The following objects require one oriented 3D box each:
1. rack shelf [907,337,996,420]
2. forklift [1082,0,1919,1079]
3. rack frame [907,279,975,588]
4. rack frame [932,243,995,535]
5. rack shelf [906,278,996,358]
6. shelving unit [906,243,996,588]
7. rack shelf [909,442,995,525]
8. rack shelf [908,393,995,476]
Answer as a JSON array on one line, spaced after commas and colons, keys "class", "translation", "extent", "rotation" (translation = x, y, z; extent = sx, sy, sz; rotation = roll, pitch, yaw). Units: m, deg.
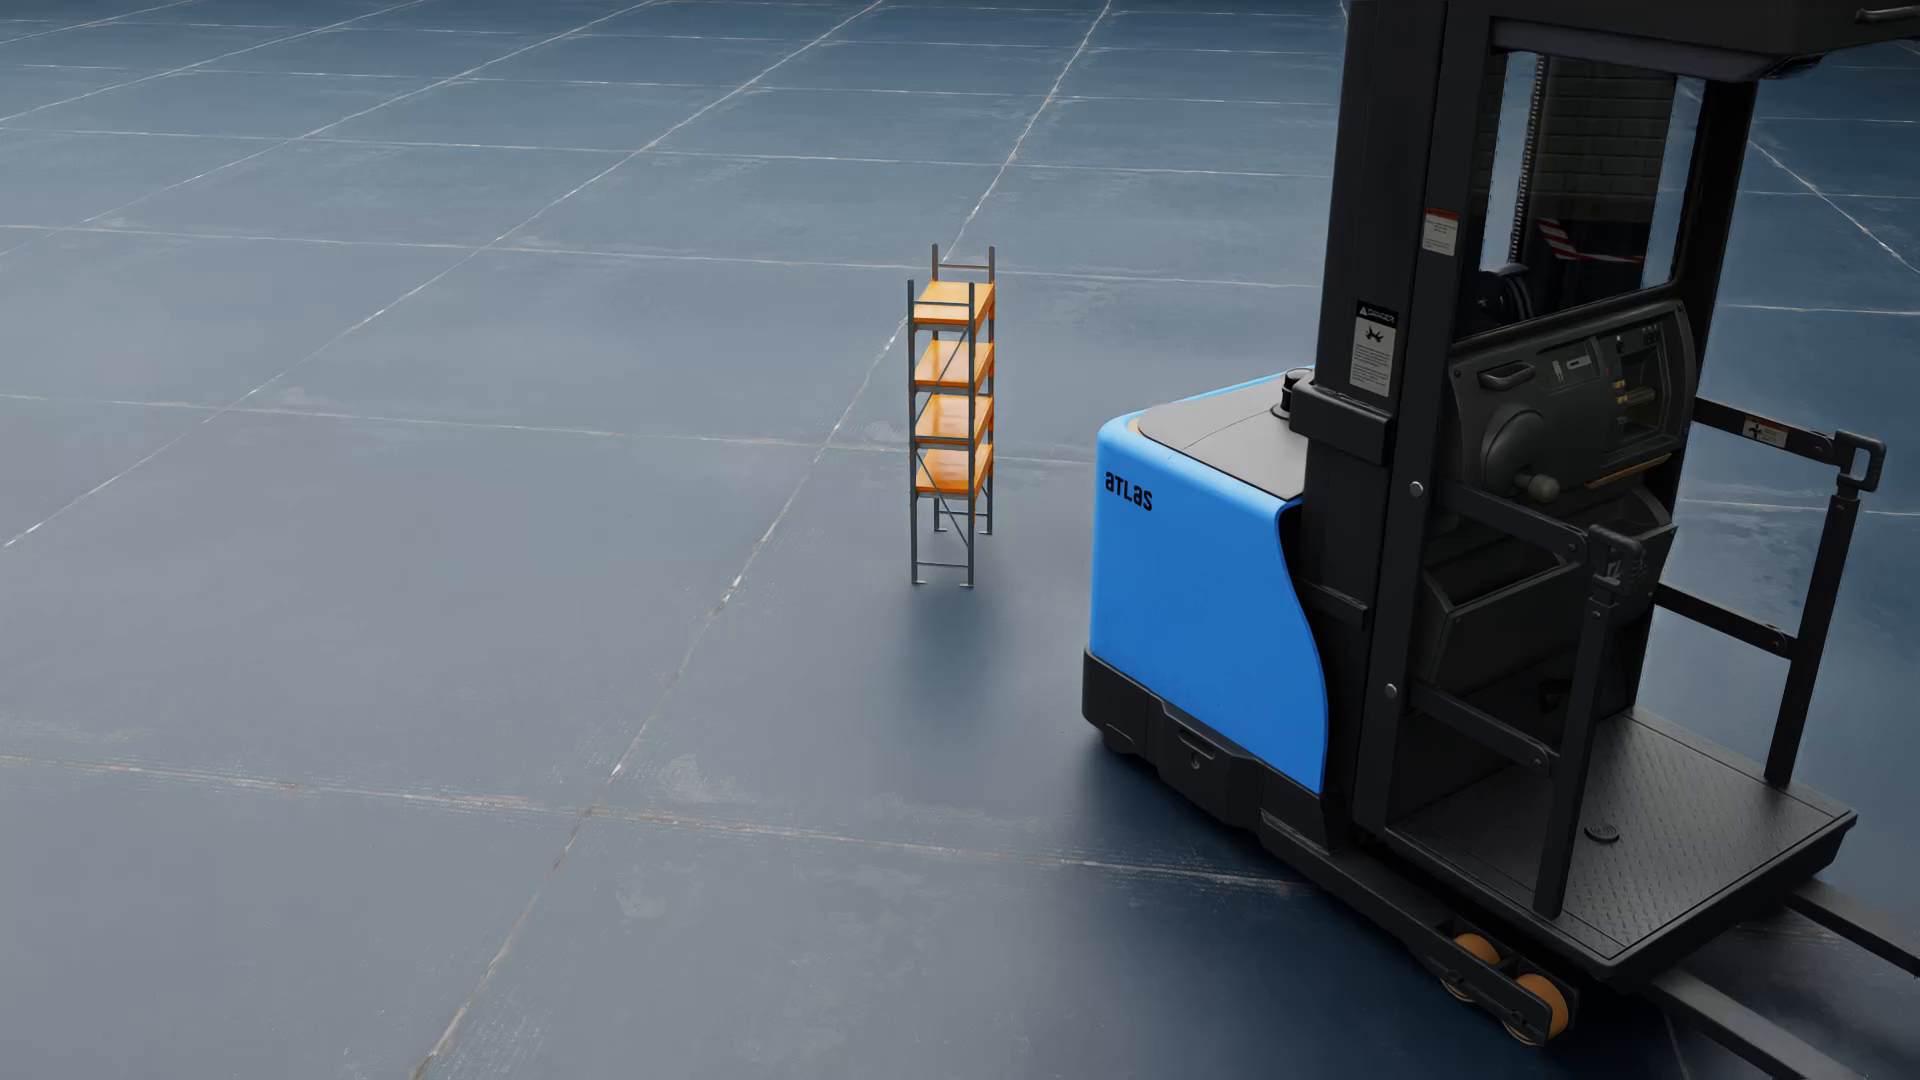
[{"class": "rack shelf", "translation": [-0.027, -0.616, 6.281], "extent": [0.258, 0.148, 0.480], "rotation": [4, 25, 9]}, {"class": "forklift", "translation": [1.656, -0.320, 3.975], "extent": [1.130, 2.935, 3.031], "rotation": [-17, 30, -32]}, {"class": "rack frame", "translation": [-0.067, -0.372, 6.130], "extent": [0.240, 1.200, 0.015], "rotation": [4, 25, 9]}, {"class": "rack frame", "translation": [0.013, -0.576, 6.566], "extent": [0.240, 1.200, 0.015], "rotation": [4, 25, 9]}, {"class": "rack shelf", "translation": [-0.027, -0.830, 6.181], "extent": [0.258, 0.148, 0.480], "rotation": [4, 25, 9]}, {"class": "shelving unit", "translation": [-0.027, -0.474, 6.348], "extent": [0.258, 1.200, 0.503], "rotation": [4, 25, 9]}, {"class": "rack shelf", "translation": [-0.027, -0.233, 6.460], "extent": [0.258, 0.148, 0.480], "rotation": [4, 25, 9]}, {"class": "rack shelf", "translation": [-0.027, -0.413, 6.376], "extent": [0.258, 0.148, 0.480], "rotation": [4, 25, 9]}]
